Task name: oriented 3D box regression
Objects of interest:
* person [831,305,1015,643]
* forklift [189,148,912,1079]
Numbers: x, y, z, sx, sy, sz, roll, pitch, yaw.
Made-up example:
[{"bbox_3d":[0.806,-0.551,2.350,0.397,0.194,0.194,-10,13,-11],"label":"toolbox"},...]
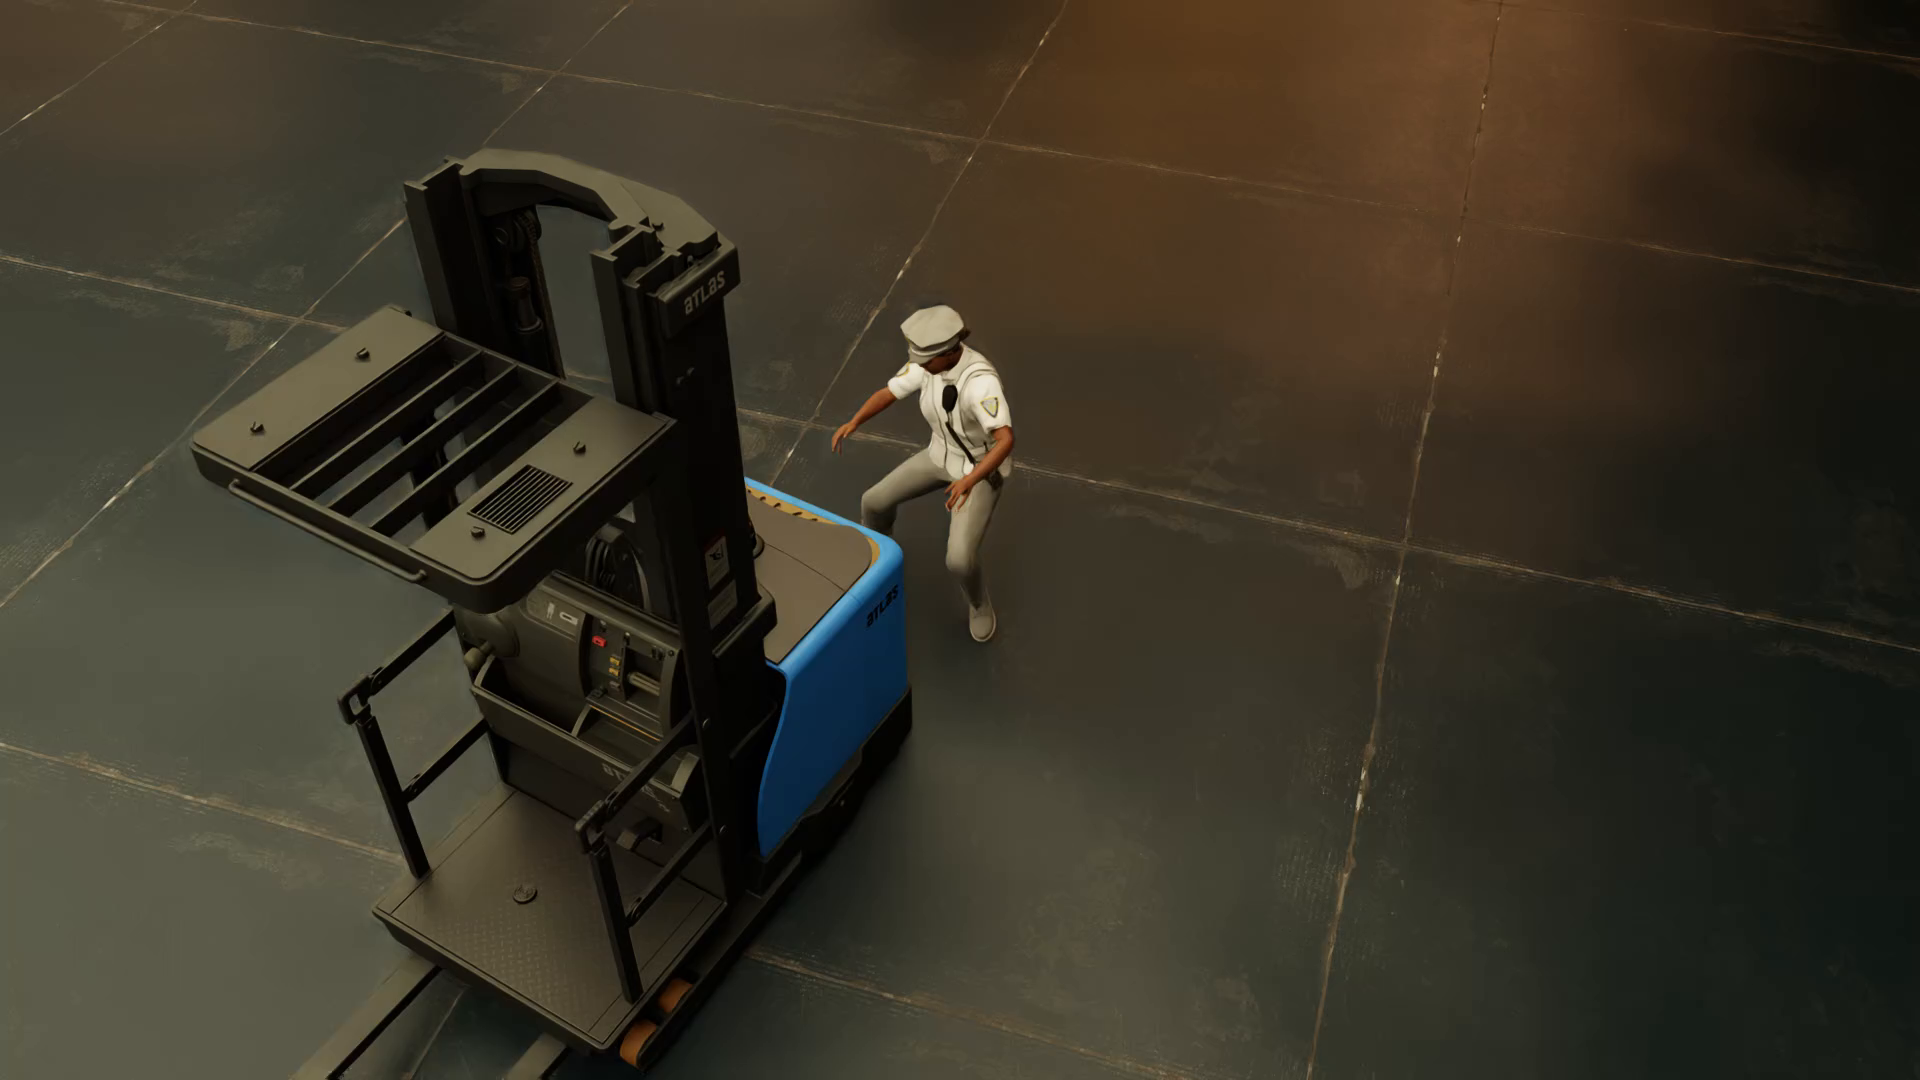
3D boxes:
[{"bbox_3d":[-0.141,-0.286,7.086,0.728,1.447,0.942,-28,50,-26],"label":"person"},{"bbox_3d":[-1.392,0.412,5.246,1.130,2.935,3.031,22,47,22],"label":"forklift"}]
